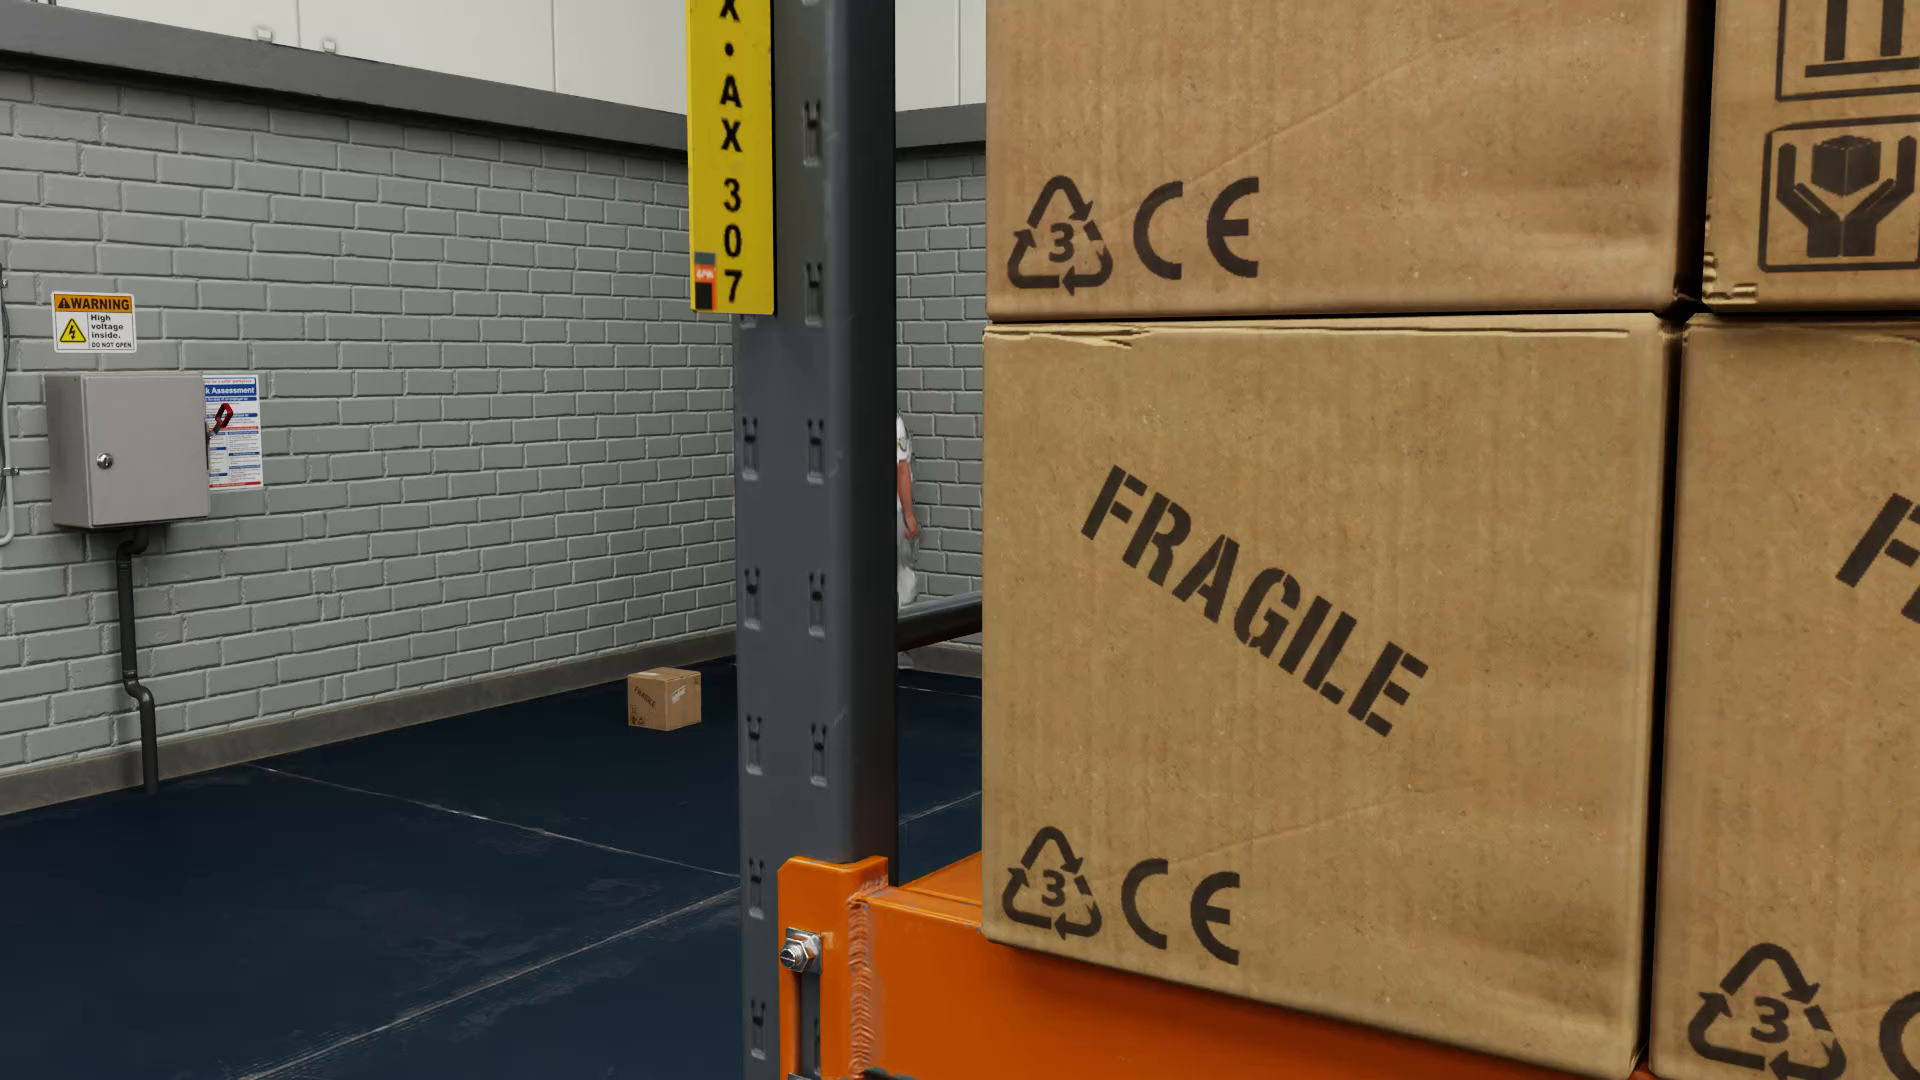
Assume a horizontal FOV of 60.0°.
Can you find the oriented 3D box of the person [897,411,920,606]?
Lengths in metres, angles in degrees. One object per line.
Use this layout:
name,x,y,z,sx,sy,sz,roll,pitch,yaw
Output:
person,-0.441,-0.227,9.471,0.534,1.660,0.489,5,8,36
